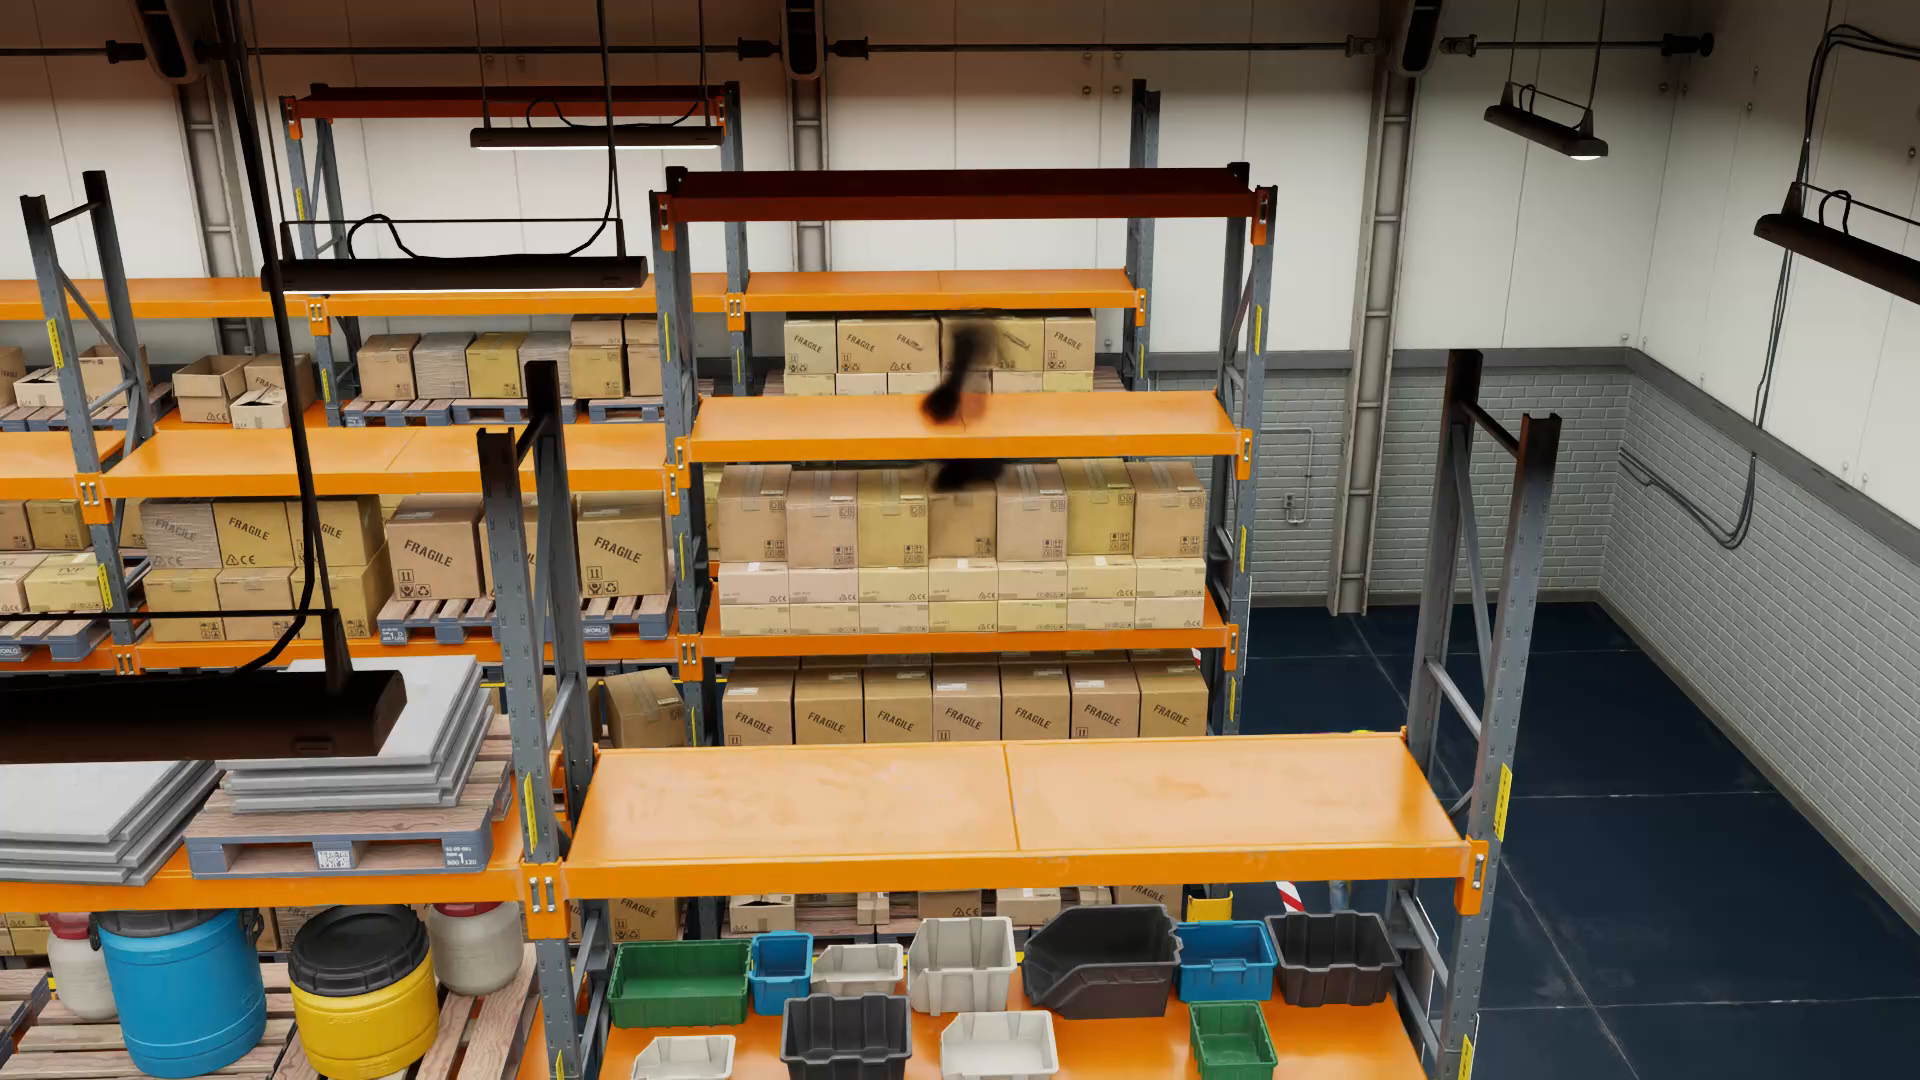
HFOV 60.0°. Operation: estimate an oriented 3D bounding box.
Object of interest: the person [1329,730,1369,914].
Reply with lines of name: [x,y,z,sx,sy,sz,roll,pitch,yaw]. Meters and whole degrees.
person: [3.110,2.288,13.145,0.718,1.754,0.998,2,22,6]
